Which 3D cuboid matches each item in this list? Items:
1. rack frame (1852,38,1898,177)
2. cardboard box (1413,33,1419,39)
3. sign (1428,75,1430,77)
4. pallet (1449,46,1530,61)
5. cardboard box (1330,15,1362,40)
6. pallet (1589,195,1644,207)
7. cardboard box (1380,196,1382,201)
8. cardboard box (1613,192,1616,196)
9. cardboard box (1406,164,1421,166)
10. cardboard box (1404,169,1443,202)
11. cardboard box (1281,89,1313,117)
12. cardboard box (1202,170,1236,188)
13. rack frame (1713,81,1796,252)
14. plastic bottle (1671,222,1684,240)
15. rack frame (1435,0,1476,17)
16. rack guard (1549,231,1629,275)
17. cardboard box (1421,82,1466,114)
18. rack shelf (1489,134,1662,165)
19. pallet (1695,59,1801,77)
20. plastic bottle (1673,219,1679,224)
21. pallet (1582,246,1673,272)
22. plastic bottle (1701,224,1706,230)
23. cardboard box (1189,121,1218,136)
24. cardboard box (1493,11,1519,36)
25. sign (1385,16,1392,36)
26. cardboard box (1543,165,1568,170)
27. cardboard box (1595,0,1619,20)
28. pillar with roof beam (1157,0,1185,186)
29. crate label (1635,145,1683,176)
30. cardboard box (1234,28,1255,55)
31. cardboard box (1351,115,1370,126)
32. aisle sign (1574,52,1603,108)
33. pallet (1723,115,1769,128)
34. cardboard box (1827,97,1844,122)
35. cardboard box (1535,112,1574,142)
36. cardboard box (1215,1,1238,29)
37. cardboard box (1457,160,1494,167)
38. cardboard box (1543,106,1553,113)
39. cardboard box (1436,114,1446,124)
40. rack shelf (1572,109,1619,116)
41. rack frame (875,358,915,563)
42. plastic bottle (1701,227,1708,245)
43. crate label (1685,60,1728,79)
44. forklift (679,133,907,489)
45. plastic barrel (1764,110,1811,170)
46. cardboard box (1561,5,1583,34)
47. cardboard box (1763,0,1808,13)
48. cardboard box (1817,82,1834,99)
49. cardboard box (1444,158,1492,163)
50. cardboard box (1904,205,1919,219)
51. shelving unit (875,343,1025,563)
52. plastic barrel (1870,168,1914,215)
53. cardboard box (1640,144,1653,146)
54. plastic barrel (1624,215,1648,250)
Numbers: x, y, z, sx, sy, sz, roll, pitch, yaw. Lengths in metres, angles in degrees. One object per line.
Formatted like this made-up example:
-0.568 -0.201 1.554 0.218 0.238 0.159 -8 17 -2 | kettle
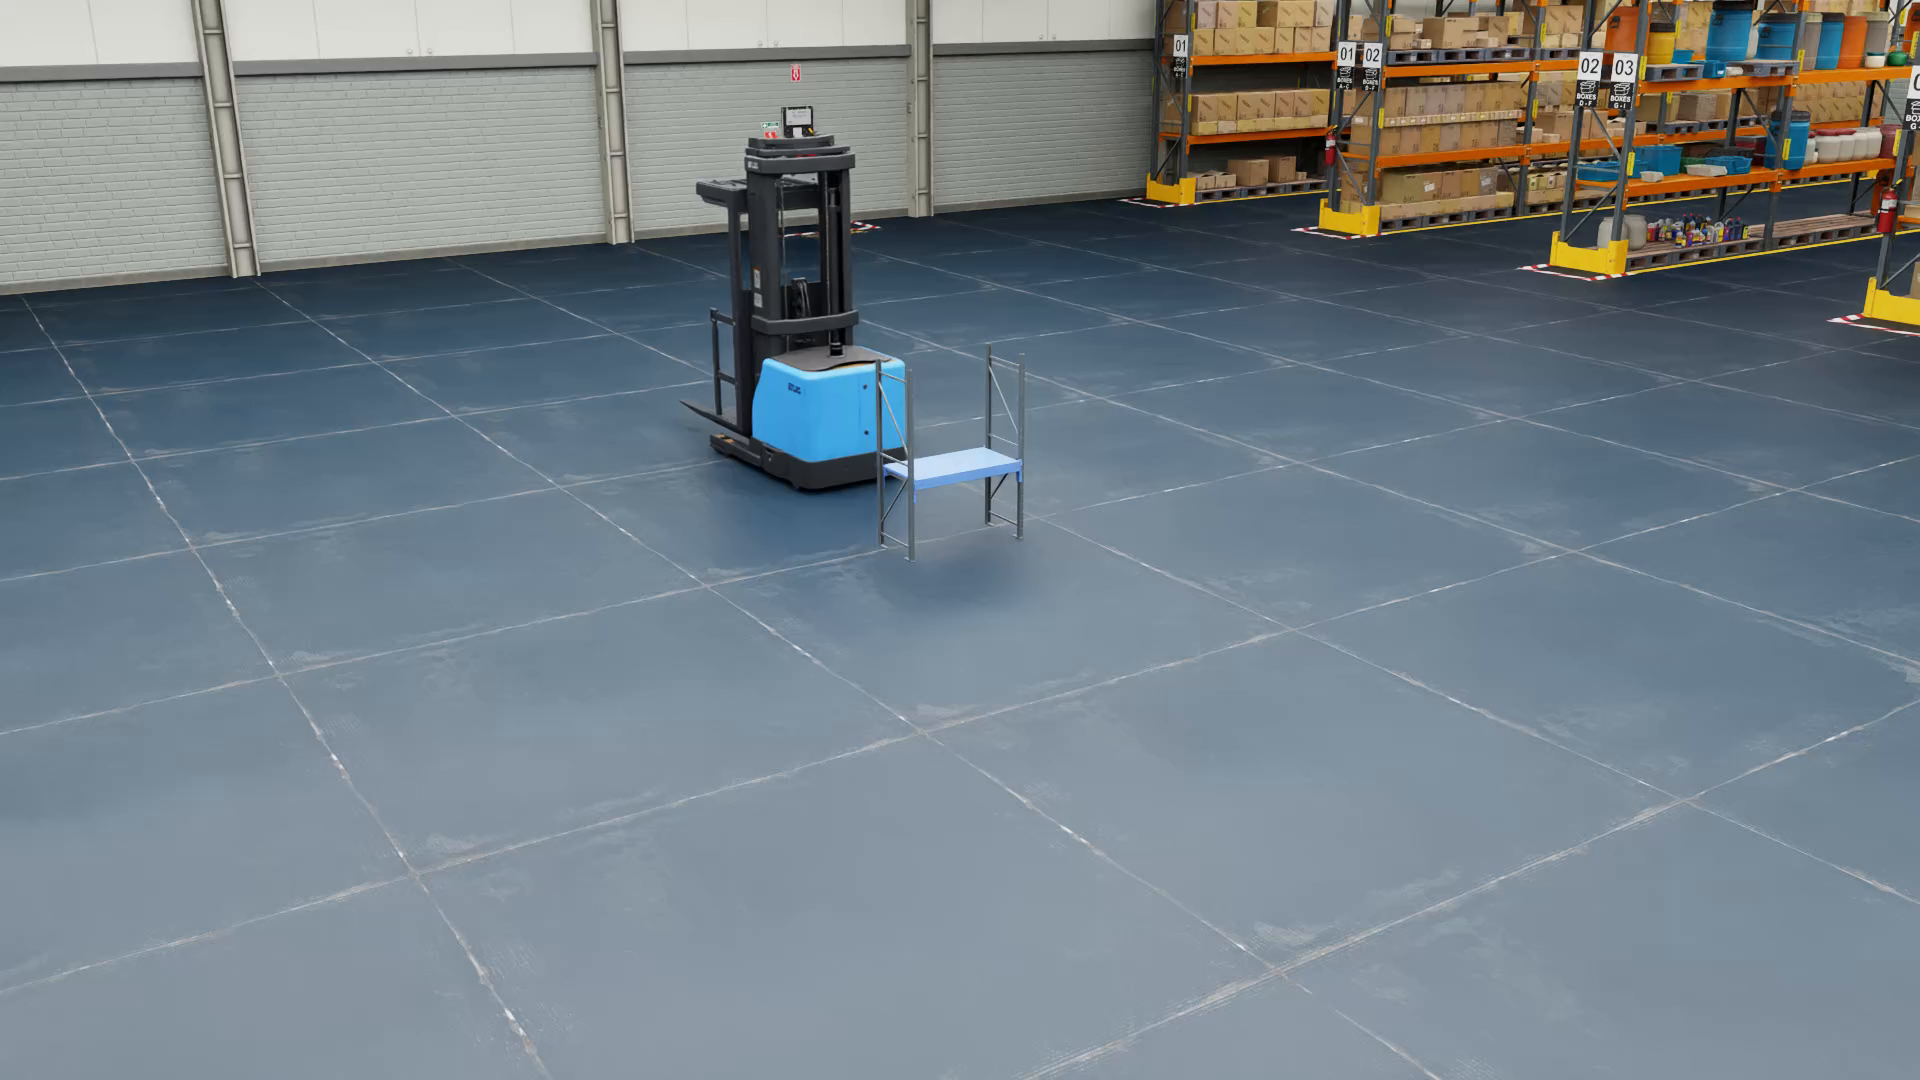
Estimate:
20.250 -9.718 37.306 0.127 3.000 1.000 -12 22 -31 | rack frame
7.704 -8.788 29.233 0.500 0.250 0.500 -12 22 -31 | cardboard box
10.533 -10.330 37.308 0.005 0.325 0.100 -12 22 -31 | sign
9.530 -8.826 30.123 1.213 0.211 1.003 -12 22 -31 | pallet
8.001 -10.671 34.629 0.500 0.500 0.500 -9 20 -24 | cardboard box
12.860 -6.853 33.187 1.213 0.211 1.003 -12 22 -31 | pallet
7.584 -6.061 30.126 0.500 0.250 0.500 -12 22 -31 | cardboard box
12.835 -6.956 32.773 0.500 0.250 0.500 -12 22 -32 | cardboard box
9.775 -8.457 36.793 0.500 0.500 0.700 -12 22 -31 | cardboard box
8.285 -6.366 29.859 0.500 0.500 0.500 -12 22 -31 | cardboard box
6.862 -8.967 34.117 0.500 0.500 0.500 -12 22 -32 | cardboard box
5.264 -7.357 33.834 0.500 0.311 0.500 -10 21 -27 | cardboard box
12.949 -6.279 27.133 0.127 3.000 1.000 -12 22 -31 | rack frame
11.637 -5.022 26.983 0.135 0.276 0.152 -12 22 -31 | plastic bottle
10.841 -12.475 36.095 0.127 3.000 1.000 -12 22 -31 | rack frame
9.646 -4.416 25.526 0.348 0.500 1.175 -12 22 -31 | rack guard
8.604 -7.921 29.810 0.500 0.500 0.700 -12 22 -31 | cardboard box
11.899 -7.616 32.211 4.000 0.370 1.077 -12 22 -31 | rack shelf
12.401 -7.457 26.230 1.003 0.211 1.213 -12 22 -31 | pallet
11.729 -5.118 27.254 0.133 0.283 0.061 -11 21 -29 | plastic bottle
10.328 -4.421 25.992 1.213 0.211 1.003 -12 22 -31 | pallet
11.943 -4.920 26.668 0.133 0.283 0.061 -12 22 -31 | plastic bottle
4.742 -8.164 32.911 0.500 0.250 0.500 -13 22 -33 | cardboard box
12.098 -11.612 37.382 0.500 0.500 0.700 -11 21 -29 | cardboard box
7.188 -8.623 27.895 0.005 0.325 0.100 -12 22 -31 | sign
11.680 -7.182 32.568 0.500 0.311 0.500 -12 22 -32 | cardboard box
14.932 -12.340 38.629 0.500 0.500 0.500 -12 22 -32 | cardboard box
6.637 -10.269 29.570 0.400 9.000 9.100 -12 22 -31 | pillar with roof beam
10.997 -5.987 26.216 0.616 0.435 0.502 -12 22 -31 | crate label
5.476 -9.871 32.890 0.500 0.500 0.500 -11 21 -29 | cardboard box
7.102 -7.373 29.200 0.250 0.149 0.380 -12 22 -32 | cardboard box
9.385 -6.872 24.830 0.004 0.787 0.394 -12 22 -31 | aisle sign
16.182 -8.811 34.923 1.213 0.211 1.003 -12 22 -31 | pallet
18.754 -9.346 36.051 0.500 0.500 0.500 -12 22 -32 | cardboard box
11.319 -7.875 31.700 0.500 0.500 0.500 -10 21 -28 | cardboard box
5.062 -10.253 32.458 0.500 0.500 0.500 -12 22 -32 | cardboard box
9.669 -6.858 31.313 0.500 0.500 0.500 -12 22 -31 | cardboard box
13.428 -9.946 38.343 0.250 0.149 0.380 -12 22 -31 | cardboard box
8.408 -7.493 29.557 0.250 0.149 0.380 -12 22 -32 | cardboard box
15.853 -10.349 40.297 4.000 0.370 1.077 -12 22 -31 | rack shelf
-0.496 -0.606 12.695 0.032 1.500 0.500 -12 22 -31 | rack frame
11.833 -4.840 26.450 0.097 0.271 0.097 0 19 0 | plastic bottle
11.354 -7.166 25.306 0.408 0.251 0.502 -12 22 -31 | crate label
-1.703 -2.243 15.302 1.130 2.935 3.031 -12 22 -32 | forklift
13.439 -6.503 27.014 0.708 0.901 0.600 -12 22 -31 | plastic barrel
11.228 -9.713 31.016 0.500 0.500 0.500 -10 21 -26 | cardboard box
17.295 -11.051 34.849 0.500 0.500 0.700 -12 22 -31 | cardboard box
18.318 -9.724 35.606 0.500 0.500 0.500 -13 22 -33 | cardboard box
11.528 -8.908 37.612 0.750 0.750 0.750 -12 22 -32 | cardboard box
12.457 -4.236 21.482 0.250 0.149 0.380 -12 22 -31 | cardboard box
-0.071 -0.695 12.960 1.048 1.500 0.538 -12 22 -31 | shelving unit
16.689 -6.245 29.766 0.708 0.830 0.600 -12 22 -31 | plastic barrel
16.575 -9.819 40.852 0.500 0.500 0.700 -12 22 -32 | cardboard box
10.535 -4.819 26.045 0.421 0.512 0.421 0 19 0 | plastic barrel
